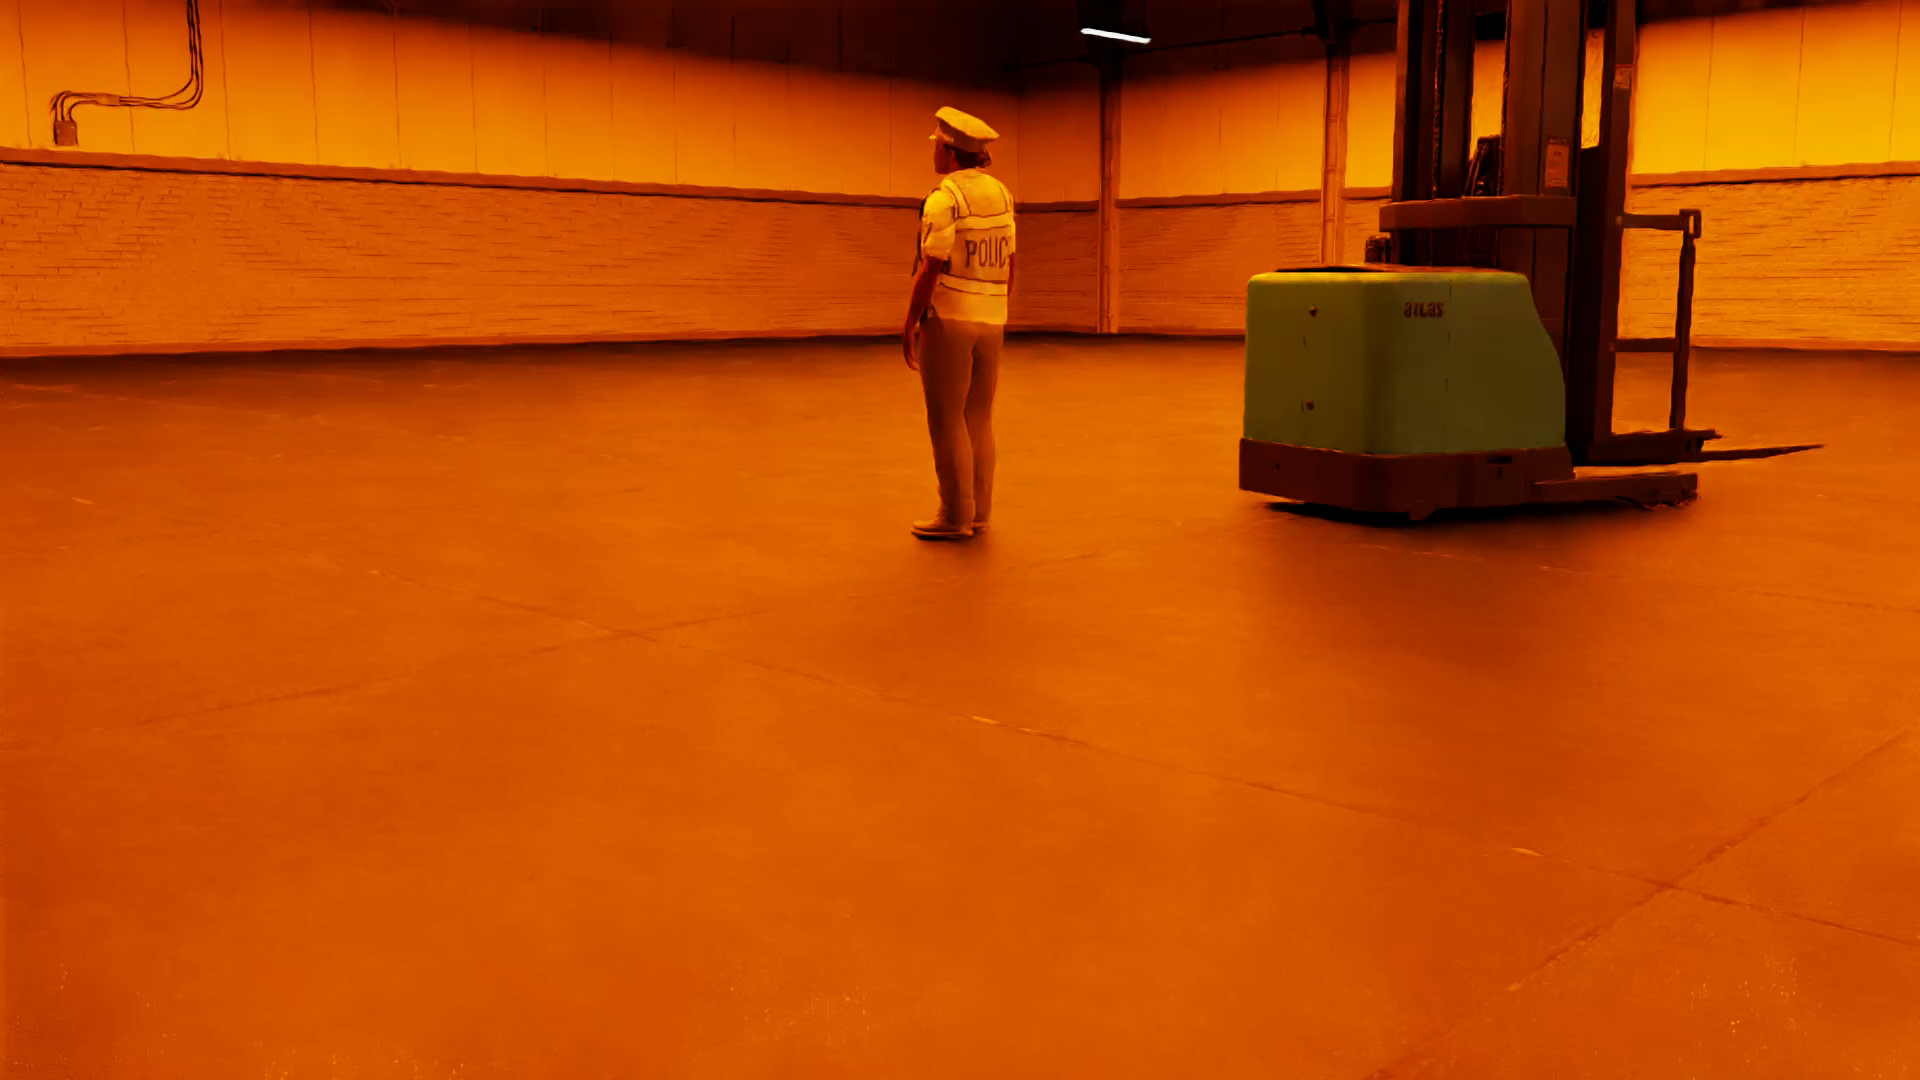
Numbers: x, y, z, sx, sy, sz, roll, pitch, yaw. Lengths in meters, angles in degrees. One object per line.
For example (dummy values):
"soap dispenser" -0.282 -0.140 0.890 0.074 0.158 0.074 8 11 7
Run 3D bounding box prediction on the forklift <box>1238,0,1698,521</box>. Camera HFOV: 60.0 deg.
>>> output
"forklift" 2.872 -1.657 7.876 3.031 2.935 1.130 -4 9 -26

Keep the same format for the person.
"person" 0.002 -0.880 6.598 0.393 1.629 0.512 8 12 43
